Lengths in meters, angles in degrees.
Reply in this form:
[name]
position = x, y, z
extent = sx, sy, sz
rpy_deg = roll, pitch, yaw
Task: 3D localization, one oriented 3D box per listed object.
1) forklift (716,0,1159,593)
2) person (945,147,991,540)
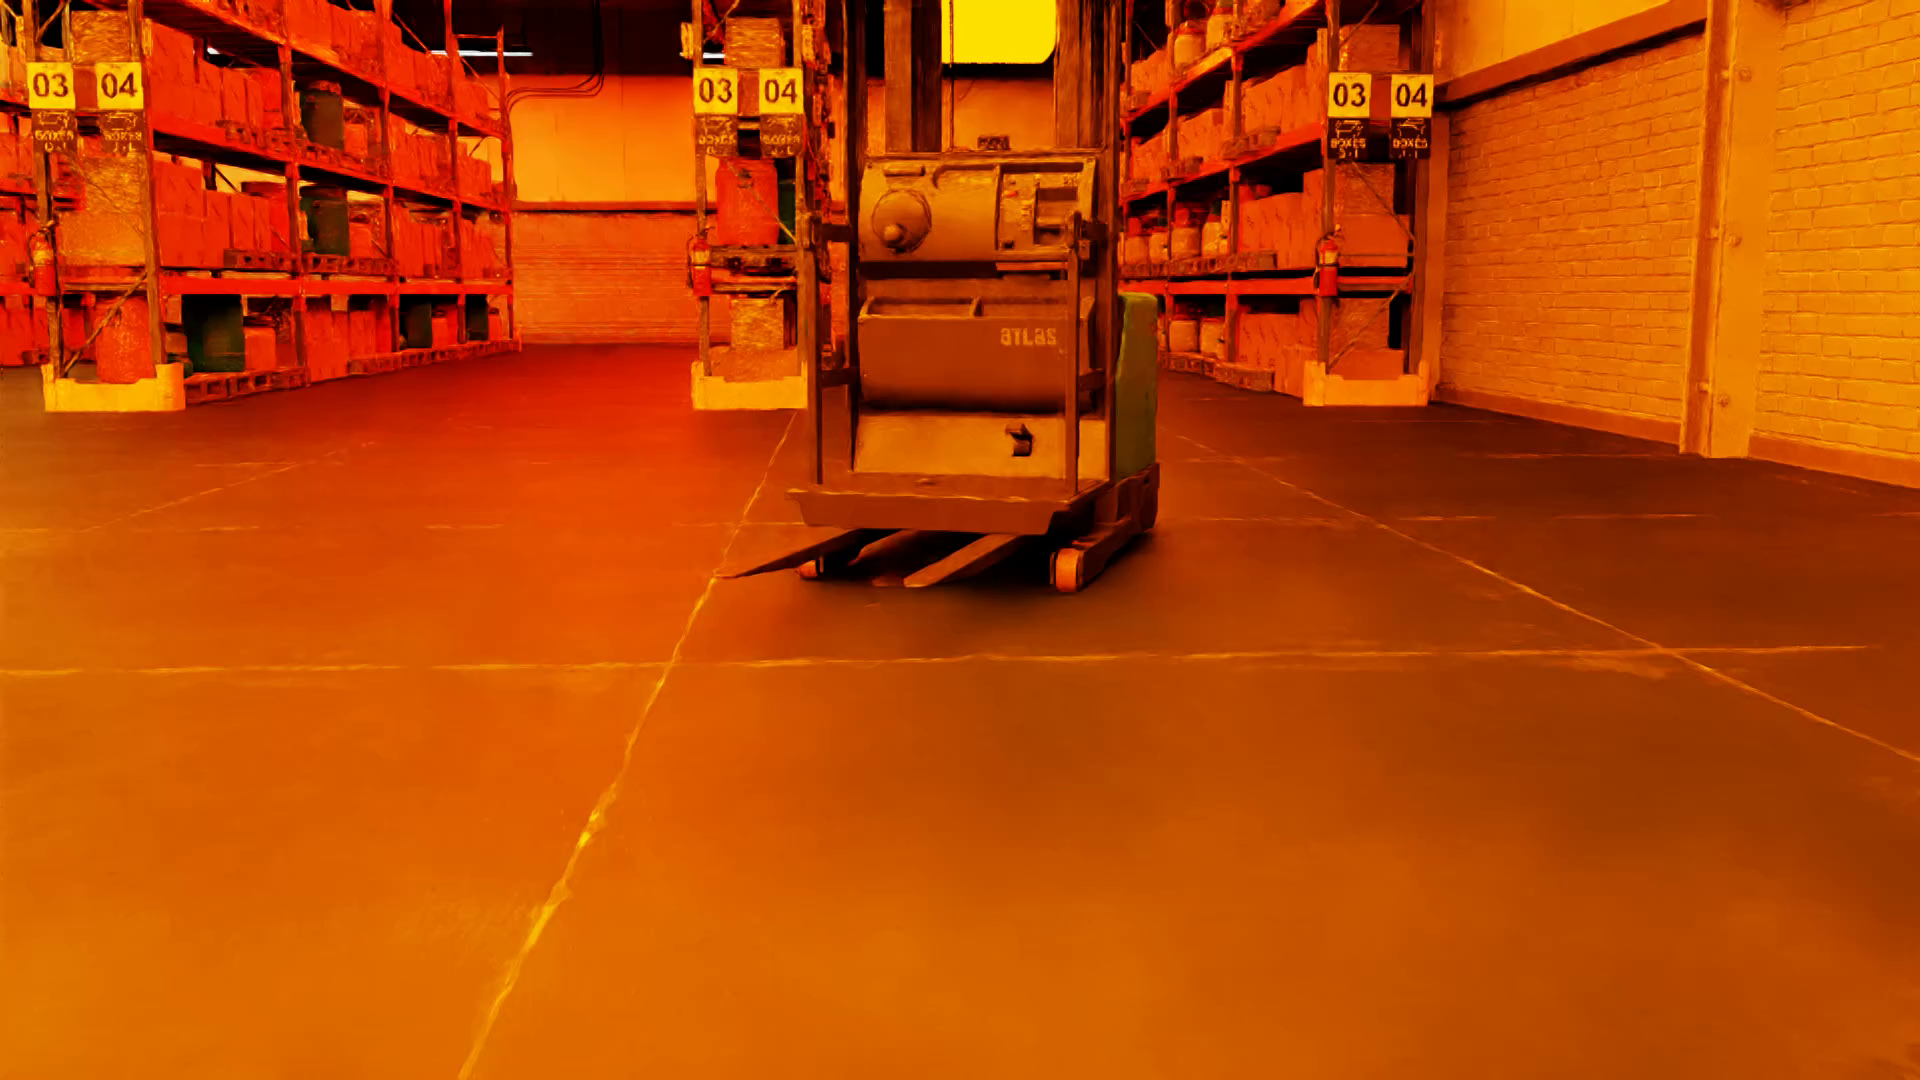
[forklift]
position = 0.003, -1.321, 6.229
extent = 1.130, 2.935, 3.031
rpy_deg = 2, 9, 16
[person]
position = 0.005, -0.834, 7.127
extent = 0.432, 1.673, 0.465
rpy_deg = -1, 8, -4
